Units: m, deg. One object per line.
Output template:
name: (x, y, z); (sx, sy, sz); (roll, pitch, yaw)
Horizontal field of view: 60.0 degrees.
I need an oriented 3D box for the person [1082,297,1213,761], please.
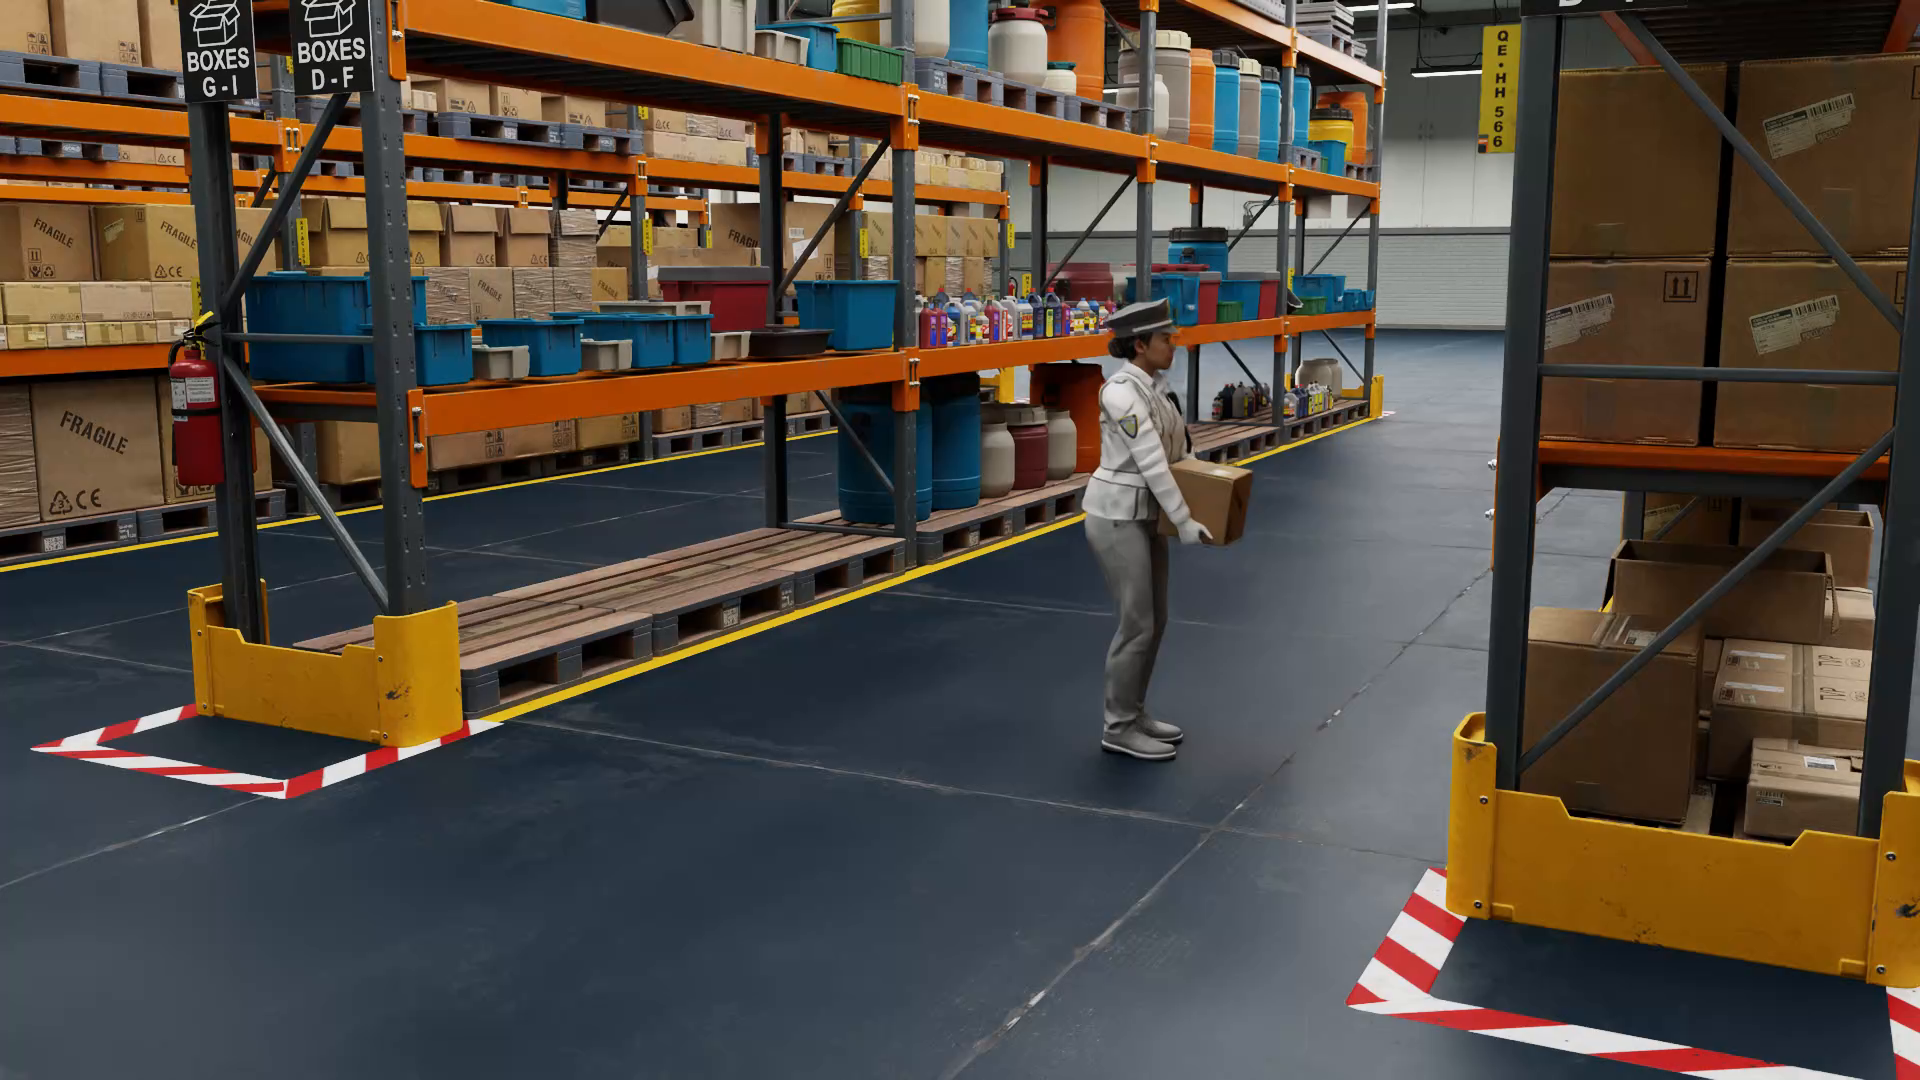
person: (0.721, -0.047, 6.130); (0.528, 1.682, 0.416); (4, 10, 25)
